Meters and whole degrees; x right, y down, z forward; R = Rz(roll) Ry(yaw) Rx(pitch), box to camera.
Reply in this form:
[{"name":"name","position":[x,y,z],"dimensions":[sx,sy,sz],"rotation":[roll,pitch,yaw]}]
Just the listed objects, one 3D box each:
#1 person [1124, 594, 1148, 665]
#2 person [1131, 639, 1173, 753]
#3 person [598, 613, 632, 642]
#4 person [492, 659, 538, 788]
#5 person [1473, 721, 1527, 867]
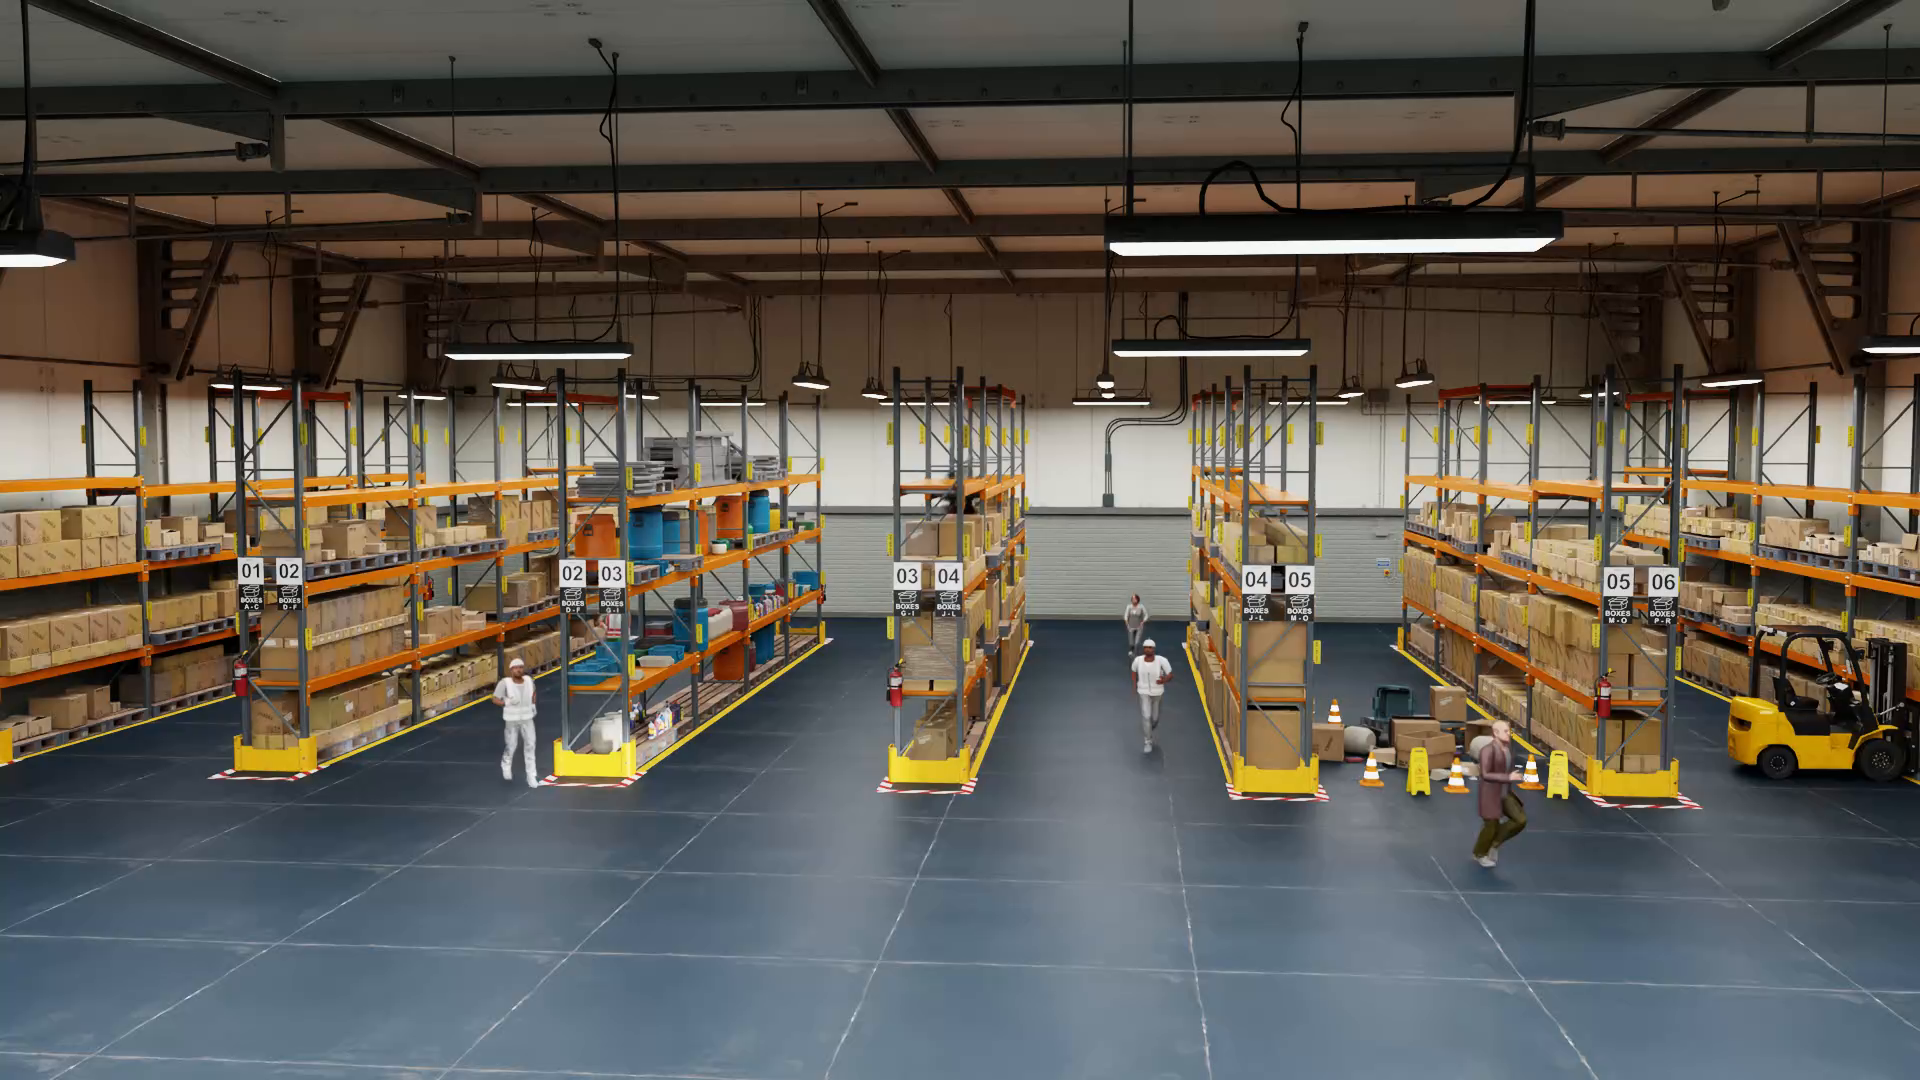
[{"name":"person","position":[3.864,1.966,36.502],"dimensions":[0.533,1.573,0.546],"rotation":[1,4,12]},{"name":"person","position":[3.068,2.468,26.629],"dimensions":[0.685,1.774,0.900],"rotation":[1,4,9]},{"name":"person","position":[-7.030,2.016,33.823],"dimensions":[0.636,1.823,0.763],"rotation":[0,4,-4]},{"name":"person","position":[-6.366,2.608,23.900],"dimensions":[0.685,1.815,0.867],"rotation":[-2,4,-31]},{"name":"person","position":[6.220,2.935,19.148],"dimensions":[0.759,1.729,0.794],"rotation":[-3,4,-36]}]
